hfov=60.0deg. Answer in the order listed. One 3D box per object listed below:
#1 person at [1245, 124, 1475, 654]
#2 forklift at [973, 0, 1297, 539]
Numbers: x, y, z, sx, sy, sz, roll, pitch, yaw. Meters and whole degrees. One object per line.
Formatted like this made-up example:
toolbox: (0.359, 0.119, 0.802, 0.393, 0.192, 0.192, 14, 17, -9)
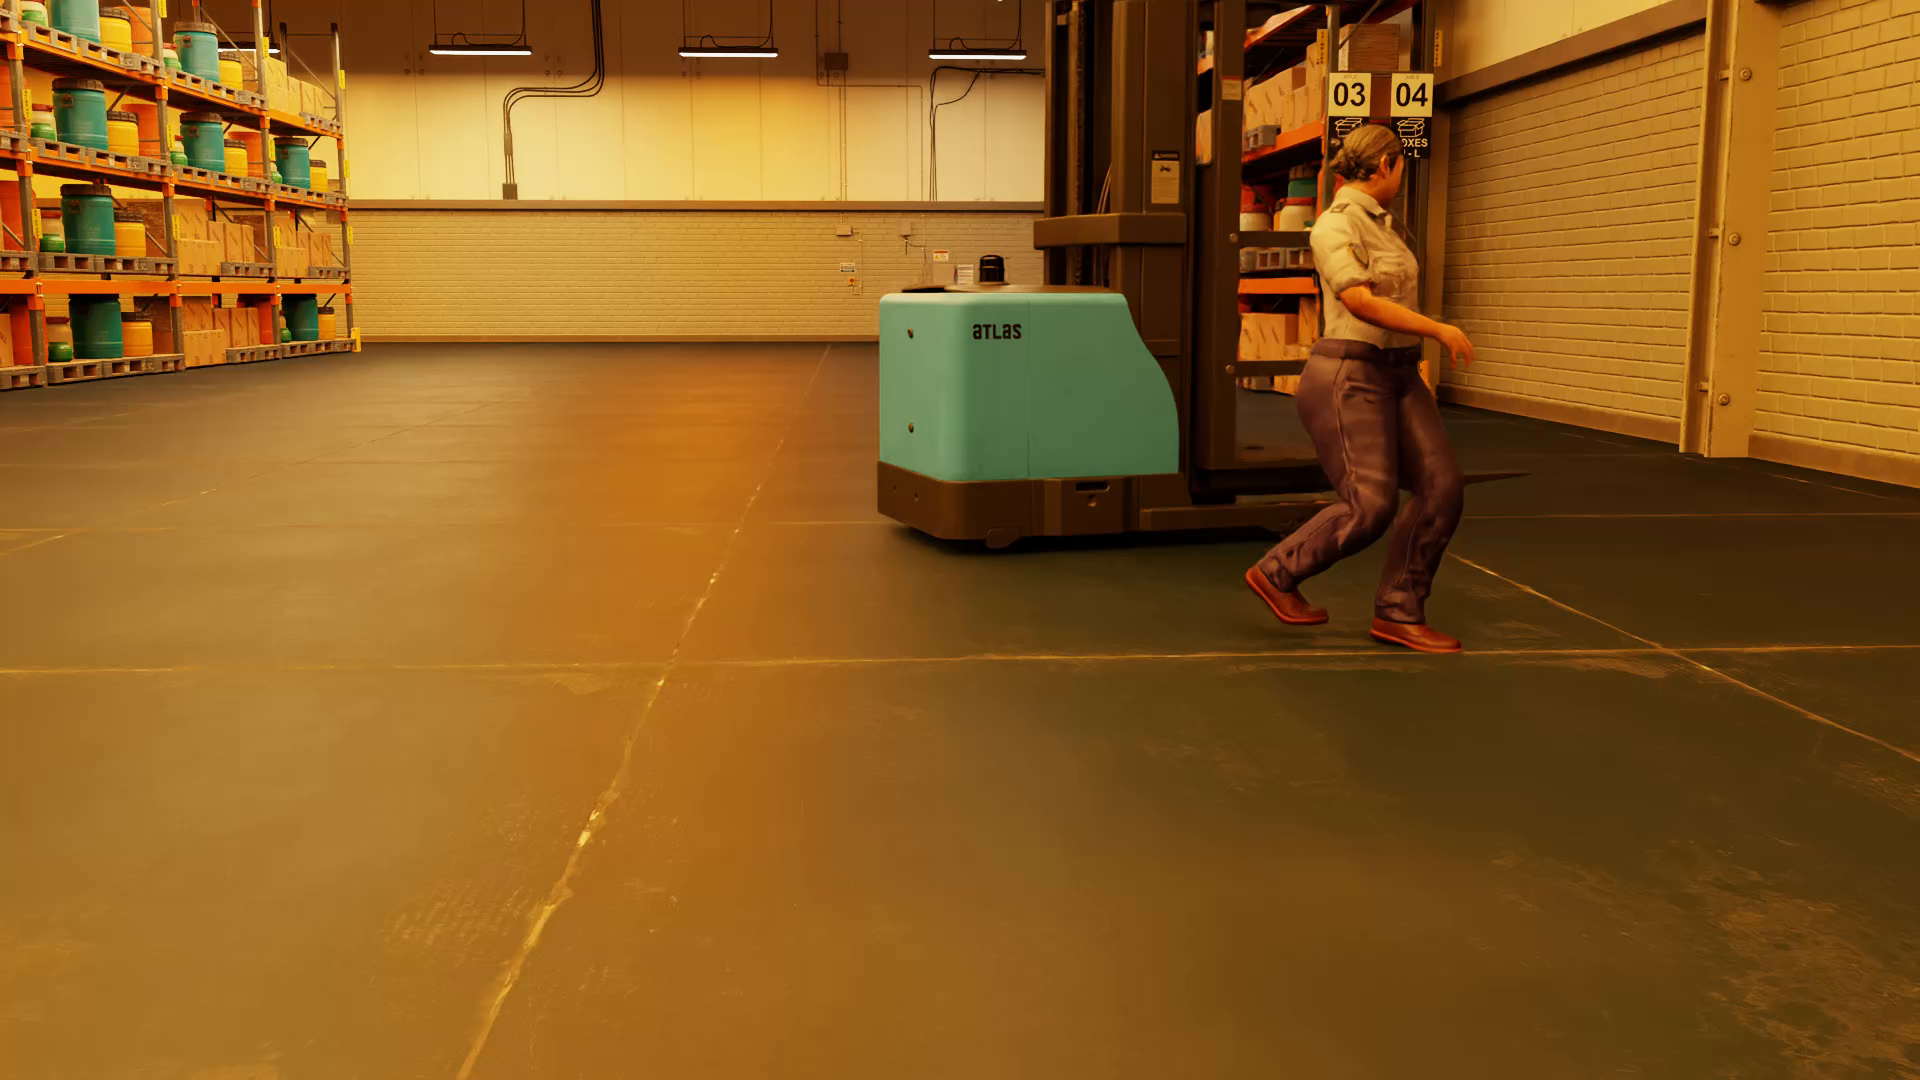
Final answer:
person: (1.262, -0.463, 5.098, 0.639, 1.589, 0.597, 8, 11, 43)
forklift: (1.192, -1.520, 7.565, 3.031, 2.935, 1.121, -3, 9, -19)
